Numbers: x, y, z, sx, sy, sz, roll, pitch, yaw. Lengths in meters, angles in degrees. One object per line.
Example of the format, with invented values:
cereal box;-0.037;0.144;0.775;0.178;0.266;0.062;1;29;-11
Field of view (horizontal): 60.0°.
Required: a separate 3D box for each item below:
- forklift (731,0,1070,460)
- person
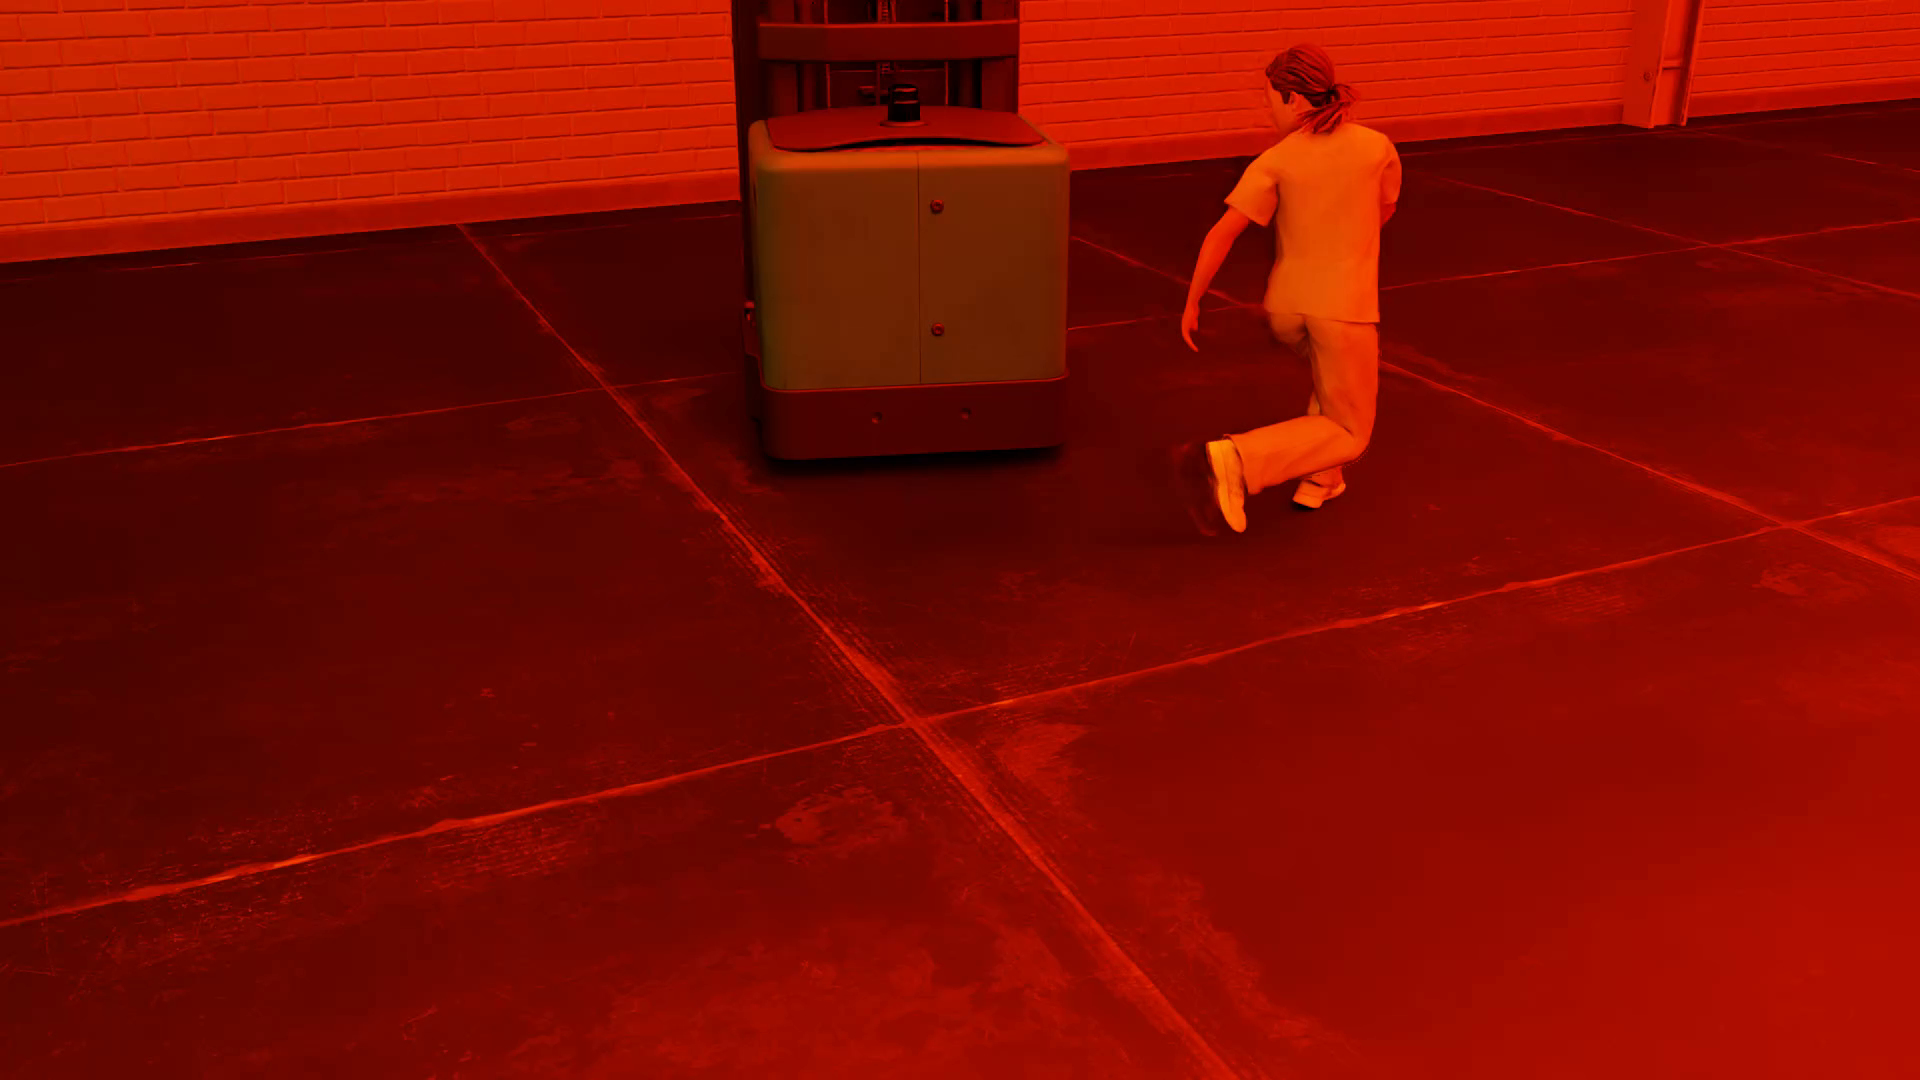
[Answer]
forklift;-0.354;-2.152;6.467;1.130;2.935;3.031;-3;23;-8
person;1.013;-0.750;5.086;0.562;1.456;0.838;14;26;31
